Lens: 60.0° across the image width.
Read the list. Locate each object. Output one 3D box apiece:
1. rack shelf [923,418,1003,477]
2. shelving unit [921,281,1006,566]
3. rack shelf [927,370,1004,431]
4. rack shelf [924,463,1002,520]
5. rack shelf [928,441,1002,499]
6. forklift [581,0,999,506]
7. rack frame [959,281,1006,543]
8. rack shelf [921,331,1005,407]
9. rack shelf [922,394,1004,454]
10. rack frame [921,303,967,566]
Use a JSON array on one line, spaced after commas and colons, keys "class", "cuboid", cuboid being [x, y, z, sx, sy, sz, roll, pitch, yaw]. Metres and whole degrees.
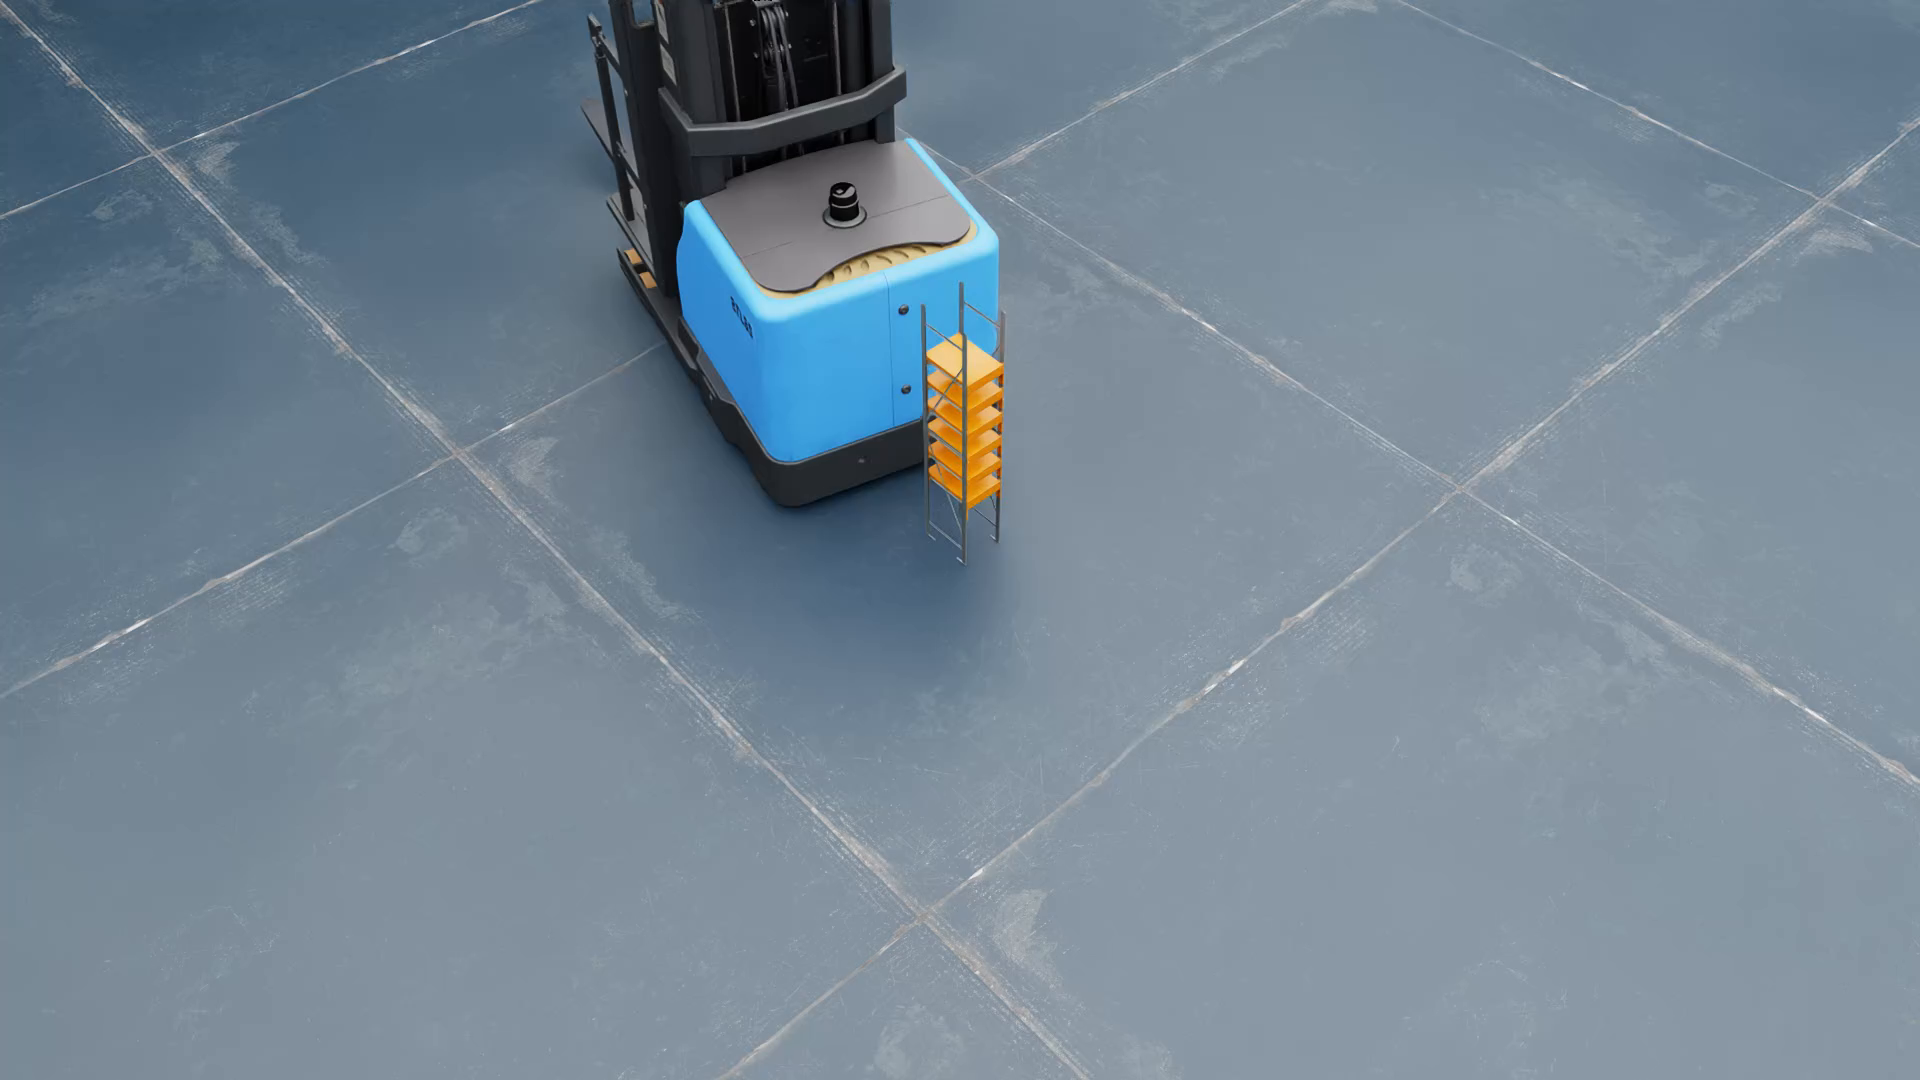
[{"class": "rack shelf", "cuboid": [0.011, -0.384, 6.348, 0.180, 0.103, 0.258, -34, 56, -27]}, {"class": "shelving unit", "cuboid": [0.011, -0.414, 6.316, 0.189, 1.200, 0.258, -34, 56, -27]}, {"class": "rack shelf", "cuboid": [0.011, -0.547, 6.172, 0.180, 0.103, 0.258, -34, 56, -27]}, {"class": "rack shelf", "cuboid": [0.011, -0.221, 6.525, 0.180, 0.103, 0.258, -34, 56, -27]}, {"class": "rack shelf", "cuboid": [0.011, -0.303, 6.436, 0.180, 0.103, 0.258, -34, 56, -27]}, {"class": "forklift", "cuboid": [-0.955, -2.221, 6.805, 1.130, 2.935, 3.031, -21, 51, -18]}, {"class": "rack frame", "cuboid": [0.078, -0.459, 6.357, 0.006, 1.200, 0.240, -34, 56, -27]}, {"class": "rack shelf", "cuboid": [0.011, -0.628, 6.084, 0.180, 0.103, 0.258, -34, 56, -27]}, {"class": "rack shelf", "cuboid": [0.011, -0.465, 6.260, 0.180, 0.103, 0.258, -34, 56, -27]}, {"class": "rack frame", "cuboid": [-0.057, -0.369, 6.274, 0.006, 1.200, 0.240, -34, 56, -27]}]
